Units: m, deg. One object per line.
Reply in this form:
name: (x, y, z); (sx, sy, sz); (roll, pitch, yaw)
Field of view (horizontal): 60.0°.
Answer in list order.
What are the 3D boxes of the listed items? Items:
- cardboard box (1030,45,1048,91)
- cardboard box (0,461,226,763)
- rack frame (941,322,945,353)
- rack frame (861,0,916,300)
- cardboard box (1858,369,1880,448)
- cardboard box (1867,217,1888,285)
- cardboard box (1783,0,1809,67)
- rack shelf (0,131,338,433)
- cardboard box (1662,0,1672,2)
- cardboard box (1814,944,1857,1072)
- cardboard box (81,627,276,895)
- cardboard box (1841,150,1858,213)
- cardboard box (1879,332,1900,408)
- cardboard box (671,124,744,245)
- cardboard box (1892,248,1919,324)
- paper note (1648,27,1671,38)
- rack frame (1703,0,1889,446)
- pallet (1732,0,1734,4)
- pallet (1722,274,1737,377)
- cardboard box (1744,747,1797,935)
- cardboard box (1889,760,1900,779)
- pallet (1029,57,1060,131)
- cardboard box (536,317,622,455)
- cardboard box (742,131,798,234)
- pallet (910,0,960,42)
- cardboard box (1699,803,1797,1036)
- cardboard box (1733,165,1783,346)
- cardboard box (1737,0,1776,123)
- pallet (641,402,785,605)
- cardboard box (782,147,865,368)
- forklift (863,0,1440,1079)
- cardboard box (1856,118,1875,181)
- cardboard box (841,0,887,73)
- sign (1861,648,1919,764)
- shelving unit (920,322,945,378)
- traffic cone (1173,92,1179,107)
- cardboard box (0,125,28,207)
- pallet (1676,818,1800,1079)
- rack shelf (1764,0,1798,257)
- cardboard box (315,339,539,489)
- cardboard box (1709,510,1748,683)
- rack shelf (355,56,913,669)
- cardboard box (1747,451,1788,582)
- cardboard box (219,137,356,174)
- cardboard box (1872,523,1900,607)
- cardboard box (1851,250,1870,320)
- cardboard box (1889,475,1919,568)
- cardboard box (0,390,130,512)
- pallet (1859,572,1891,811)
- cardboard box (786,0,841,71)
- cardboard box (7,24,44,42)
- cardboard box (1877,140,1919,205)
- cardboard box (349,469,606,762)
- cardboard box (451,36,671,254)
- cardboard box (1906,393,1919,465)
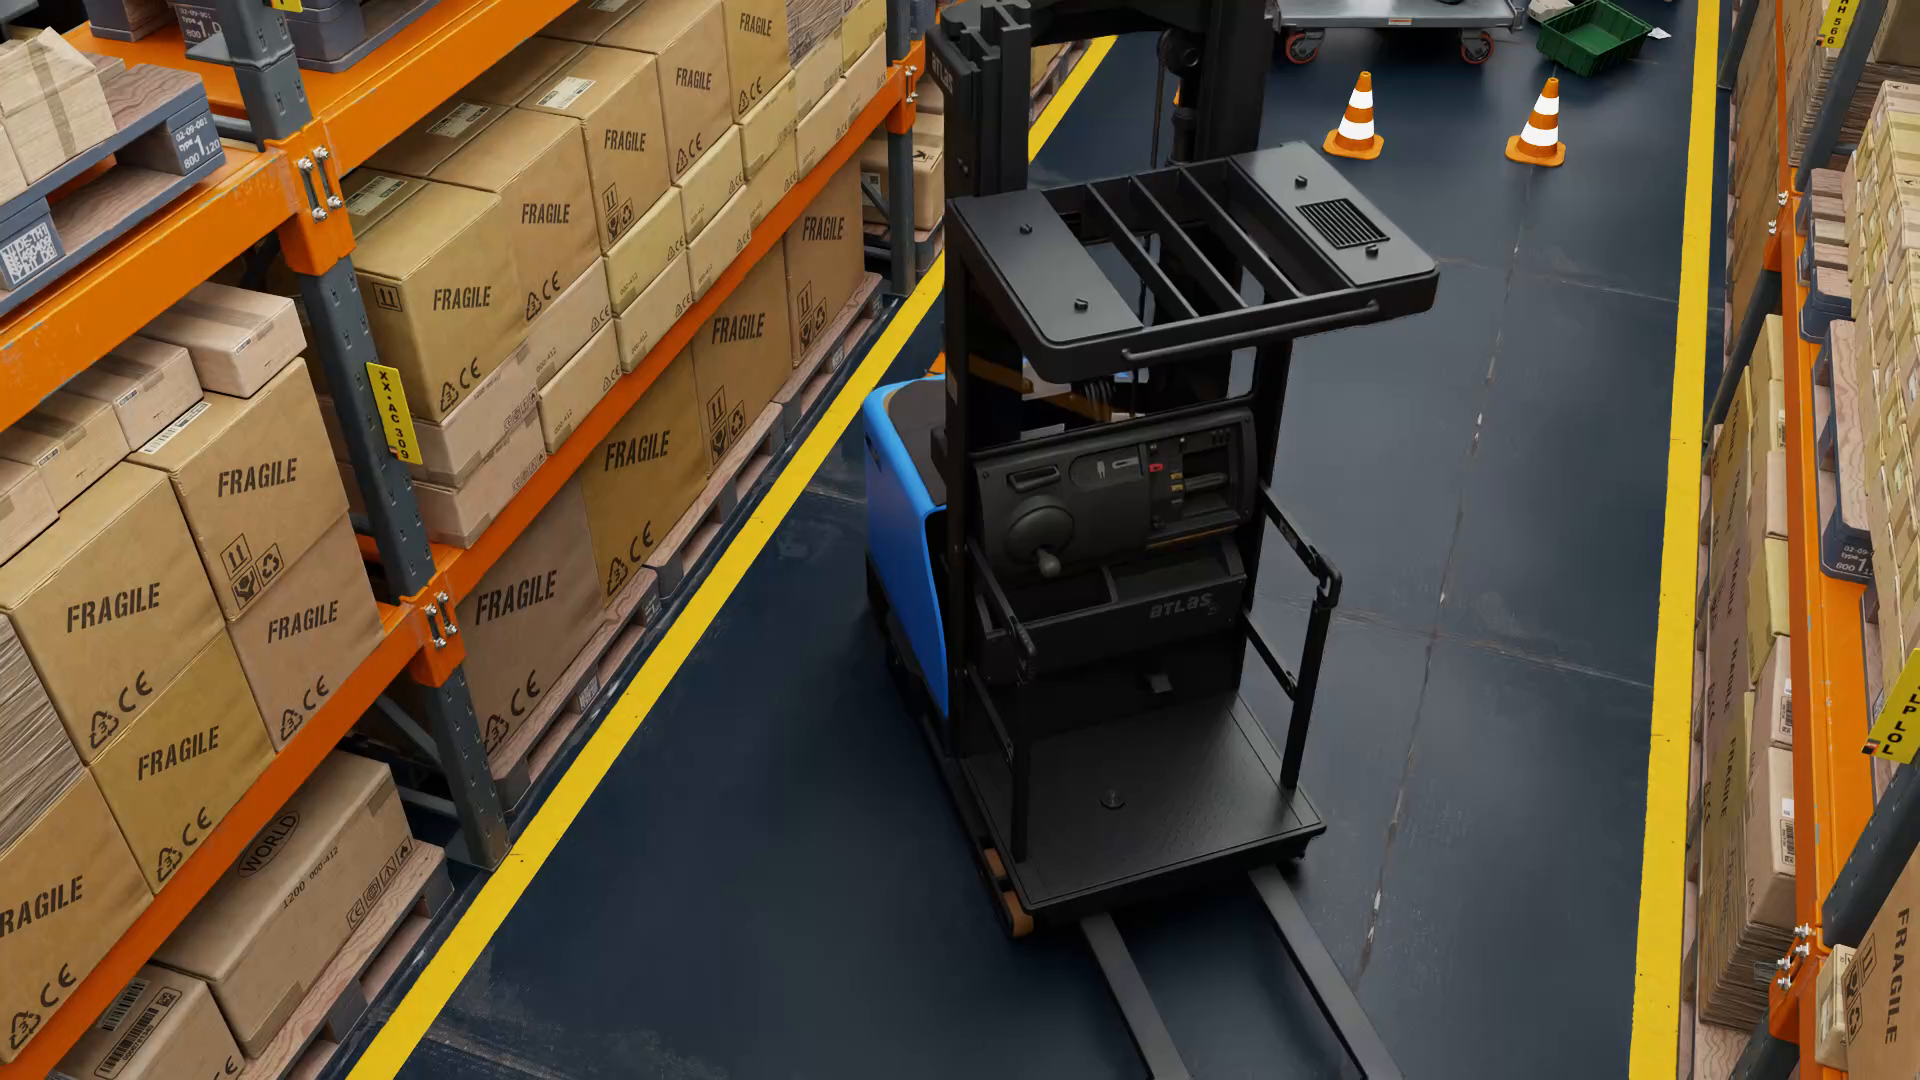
cardboard box: (-0.012, -2.966, 10.117); (0.950, 0.372, 0.625); (15, 43, 17)
cardboard box: (-2.175, 0.127, 3.942); (0.500, 0.500, 0.500); (13, 42, 14)
rack frame: (0.016, -0.451, 6.968); (0.200, 1.050, 0.008); (13, 42, 14)
rack frame: (-0.724, -2.551, 7.928); (1.000, 3.000, 0.127); (13, 42, 15)
cardboard box: (3.077, -0.382, 5.257); (0.380, 0.149, 0.250); (12, 42, 14)
cardboard box: (3.343, -0.957, 5.702); (0.380, 0.149, 0.250); (13, 42, 15)
cardboard box: (4.206, -2.495, 7.786); (0.500, 0.500, 0.500); (13, 42, 14)
rack shelf: (-2.776, 0.241, 2.899); (1.077, 0.370, 4.000); (13, 42, 15)
cardboard box: (4.896, -4.178, 11.760); (0.500, 0.500, 0.500); (21, 45, 22)
cardboard box: (2.190, 1.122, 3.818); (0.380, 0.149, 0.250); (15, 43, 17)
cardboard box: (-2.181, 0.506, 4.269); (0.500, 0.500, 0.500); (12, 42, 14)
cardboard box: (3.619, -1.350, 6.391); (0.380, 0.149, 0.250); (13, 42, 14)
cardboard box: (3.080, -0.489, 5.153); (0.380, 0.149, 0.250); (15, 43, 17)
cardboard box: (-1.156, -1.385, 6.292); (0.500, 0.250, 0.500); (12, 42, 14)
cardboard box: (3.174, -0.763, 5.245); (0.380, 0.149, 0.250); (15, 43, 16)
paper note: (4.709, -3.435, 11.252); (0.147, 0.020, 0.142); (-13, 42, -15)
rack frame: (3.962, -1.514, 6.713); (1.000, 3.000, 0.127); (13, 42, 15)
pallet: (6.079, -4.085, 11.876); (1.003, 0.211, 1.213); (13, 42, 15)
pallet: (4.302, -0.917, 8.162); (1.003, 0.211, 1.213); (13, 42, 15)
cardboard box: (2.611, 0.922, 4.883); (0.500, 0.250, 0.500); (12, 42, 14)
cardboard box: (2.544, 0.576, 4.134); (0.380, 0.149, 0.250); (12, 42, 14)
pallet: (-0.037, -2.708, 10.261); (1.003, 0.211, 1.213); (13, 42, 15)
cardboard box: (-1.518, -0.580, 5.734); (0.500, 0.250, 0.500); (12, 42, 14)
cardboard box: (-1.000, -1.509, 6.823); (0.500, 0.250, 0.500); (13, 42, 15)
pallet: (-0.581, -2.936, 8.528); (1.213, 0.211, 1.003); (13, 42, 15)
cardboard box: (2.610, 1.210, 5.123); (0.500, 0.500, 0.500); (13, 42, 14)
cardboard box: (4.255, -1.169, 7.719); (1.050, 0.750, 0.750); (13, 42, 14)
cardboard box: (5.202, -2.859, 9.699); (1.050, 0.750, 0.750); (13, 42, 15)
pallet: (-1.484, -0.284, 7.420); (1.003, 0.211, 1.213); (13, 42, 15)
cardboard box: (-1.039, -1.499, 8.010); (0.875, 0.875, 0.875); (13, 42, 15)
forklift: (0.573, -0.065, 5.067); (1.130, 2.935, 3.031); (-12, 42, -14)
cardboard box: (3.608, -1.441, 6.268); (0.380, 0.149, 0.250); (15, 43, 17)
cardboard box: (-0.651, -2.332, 7.402); (0.500, 0.250, 0.500); (13, 42, 15)
sign: (2.071, 0.365, 3.619); (0.100, 0.325, 0.005); (13, 42, 15)
shelving unit: (-0.024, -0.376, 6.881); (0.215, 1.050, 0.252); (13, 42, 14)
traffic cone: (1.535, -2.958, 10.361); (0.336, 0.463, 0.334); (13, 42, 15)
cardboard box: (-2.100, -0.732, 3.279); (0.380, 0.149, 0.250); (14, 43, 16)
pallet: (2.859, 1.512, 5.315); (1.003, 0.211, 1.213); (13, 42, 15)
rack shelf: (4.646, -2.460, 8.376); (1.077, 0.370, 4.000); (13, 42, 15)
cardboard box: (-1.677, -0.450, 5.197); (0.500, 0.250, 0.500); (12, 42, 14)
cardboard box: (3.141, 0.274, 6.220); (0.500, 0.500, 0.500); (12, 42, 14)
rack shelf: (-1.408, -1.057, 6.732); (1.077, 0.370, 4.000); (13, 42, 15)
cardboard box: (3.144, -0.033, 6.002); (0.500, 0.250, 0.500); (14, 42, 15)
cardboard box: (-2.005, -1.175, 5.468); (0.500, 0.500, 0.500); (14, 42, 16)
cardboard box: (2.805, 0.113, 4.677); (0.380, 0.149, 0.250); (11, 42, 13)
cardboard box: (3.345, -0.856, 5.813); (0.380, 0.149, 0.250); (15, 43, 17)
cardboard box: (2.810, -0.017, 4.600); (0.380, 0.149, 0.250); (12, 42, 14)
cardboard box: (-2.185, -0.231, 3.862); (0.380, 0.149, 0.250); (13, 42, 15)
pallet: (2.992, 0.565, 4.424); (1.003, 0.211, 1.213); (13, 42, 15)
cardboard box: (-0.823, -2.281, 6.765); (0.500, 0.500, 0.500); (14, 42, 16)
cardboard box: (-5.321, -2.748, 9.263); (0.380, 0.149, 0.250); (11, 42, 13)
cardboard box: (3.444, -1.252, 5.818); (0.380, 0.149, 0.250); (13, 42, 15)
cardboard box: (-1.955, 0.142, 6.086); (0.875, 0.875, 0.875); (15, 43, 16)
cardboard box: (-1.350, -1.356, 5.680); (0.500, 0.500, 0.500); (12, 42, 14)
cardboard box: (2.906, -0.283, 4.682); (0.380, 0.149, 0.250); (12, 42, 14)
